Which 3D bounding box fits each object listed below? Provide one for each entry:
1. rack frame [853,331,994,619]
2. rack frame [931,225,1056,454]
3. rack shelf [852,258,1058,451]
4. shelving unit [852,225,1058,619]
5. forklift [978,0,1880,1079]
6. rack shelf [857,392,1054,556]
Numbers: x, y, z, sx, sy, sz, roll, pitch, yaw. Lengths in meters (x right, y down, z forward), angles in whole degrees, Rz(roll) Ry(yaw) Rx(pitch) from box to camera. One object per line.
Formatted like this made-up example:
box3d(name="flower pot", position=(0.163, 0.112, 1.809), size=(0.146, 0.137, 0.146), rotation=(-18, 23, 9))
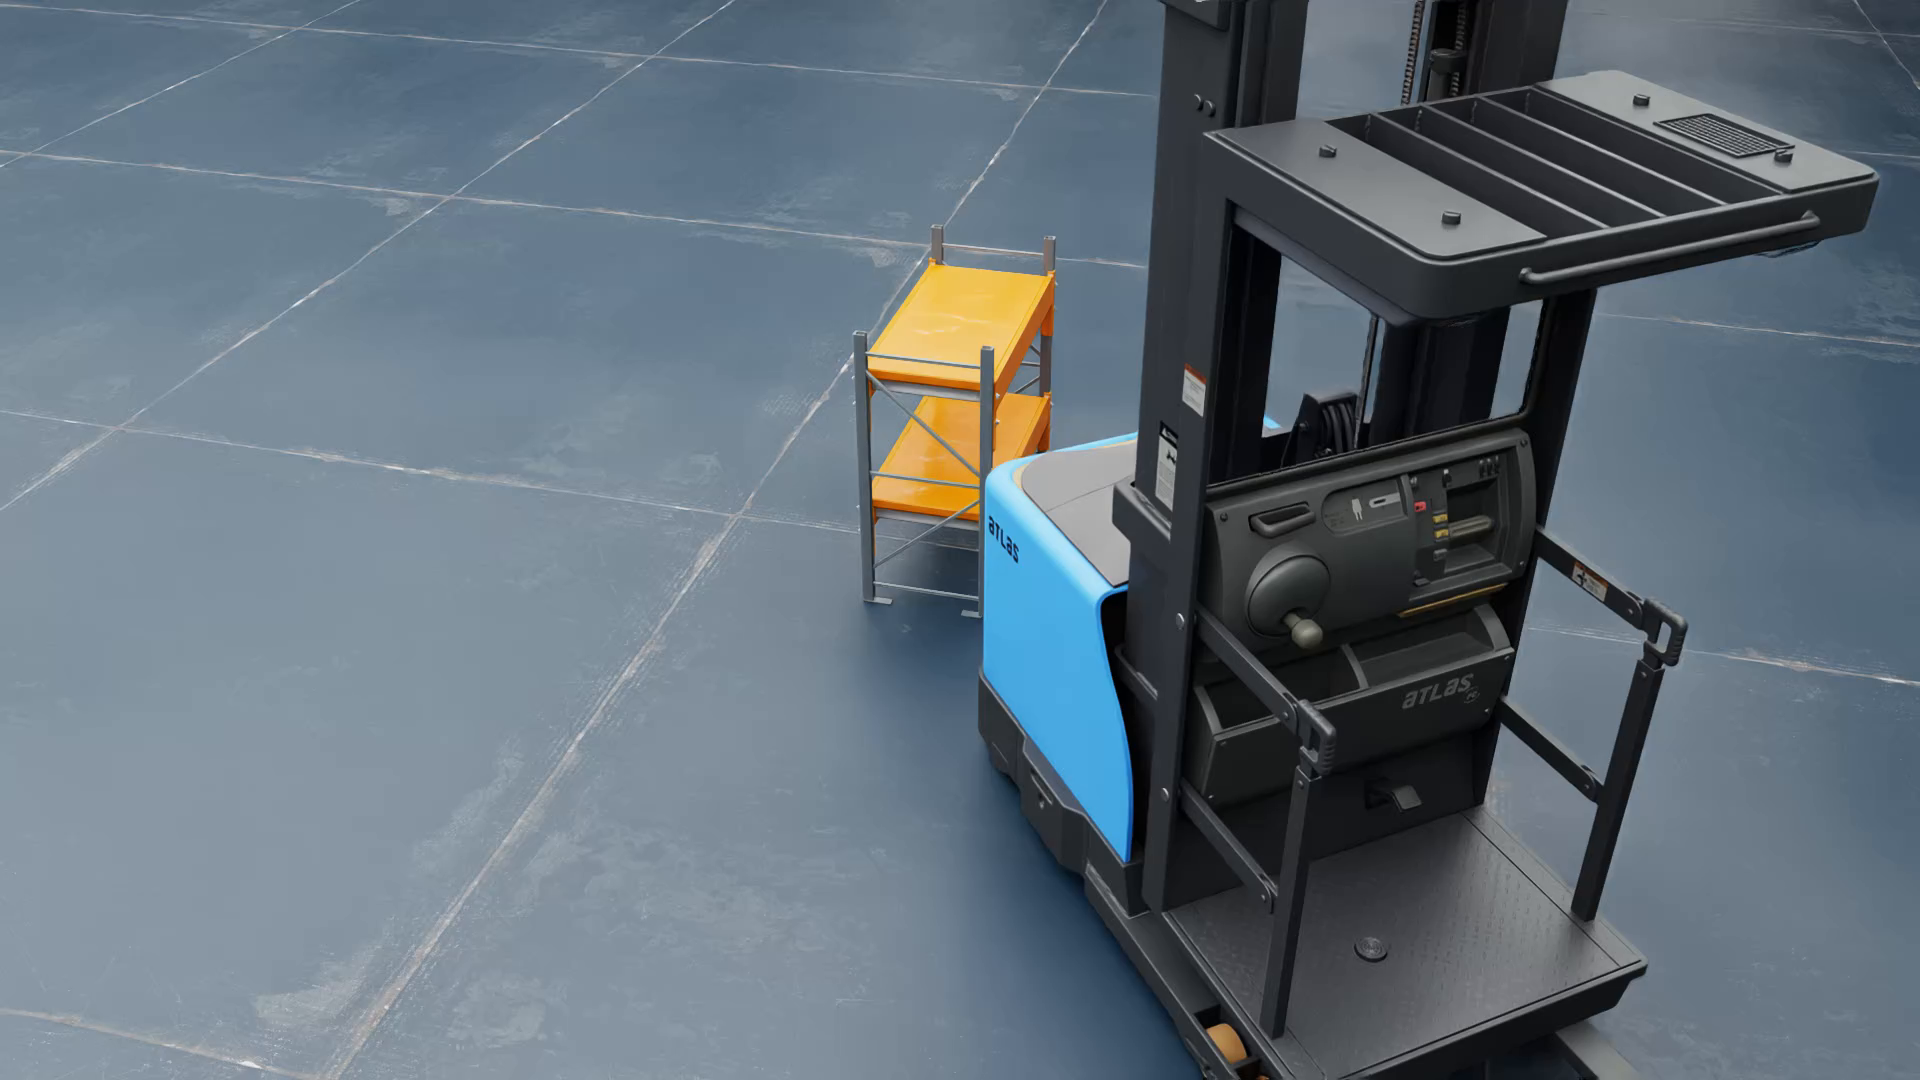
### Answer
box3d(name="rack frame", position=(-0.127, -0.214, 6.039), size=(0.500, 1.125, 0.032), rotation=(8, 33, 12))
box3d(name="rack frame", position=(0.131, -0.742, 6.869), size=(0.500, 1.125, 0.032), rotation=(8, 33, 12))
box3d(name="rack shelf", position=(0.002, -0.725, 6.297), size=(0.538, 0.278, 1.000), rotation=(8, 33, 12))
box3d(name="shelving unit", position=(0.002, -0.478, 6.454), size=(0.538, 1.125, 1.048), rotation=(8, 33, 12))
box3d(name="forklift", position=(1.120, 0.055, 3.932), size=(1.130, 2.935, 3.031), rotation=(-13, 35, -20))
box3d(name="rack shelf", position=(0.002, -0.272, 6.585), size=(0.538, 0.278, 1.000), rotation=(8, 33, 12))
